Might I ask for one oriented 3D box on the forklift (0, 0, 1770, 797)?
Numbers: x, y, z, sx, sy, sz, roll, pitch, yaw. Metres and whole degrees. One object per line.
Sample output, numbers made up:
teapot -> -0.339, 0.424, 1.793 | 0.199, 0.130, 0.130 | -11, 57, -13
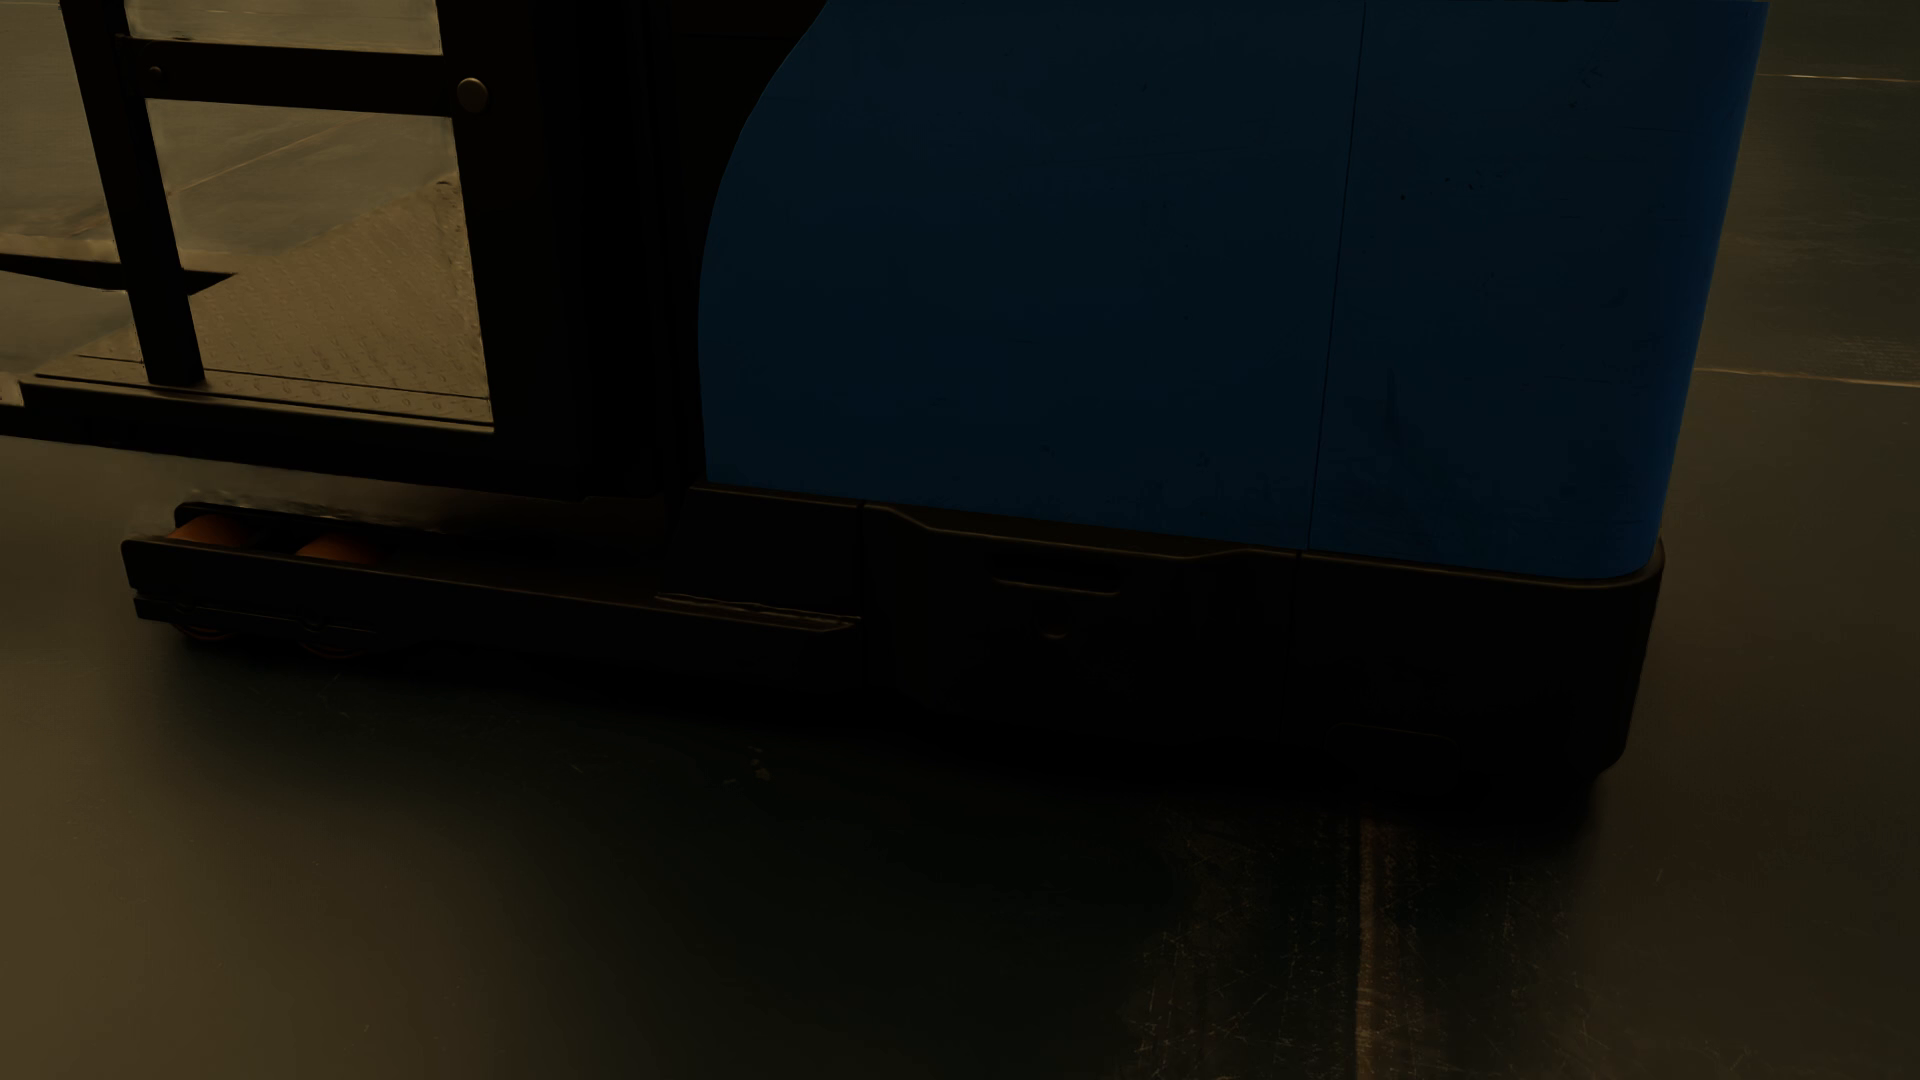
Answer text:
forklift -> -0.605, -1.372, 1.965 | 3.031, 2.935, 1.130 | 7, 28, 13
